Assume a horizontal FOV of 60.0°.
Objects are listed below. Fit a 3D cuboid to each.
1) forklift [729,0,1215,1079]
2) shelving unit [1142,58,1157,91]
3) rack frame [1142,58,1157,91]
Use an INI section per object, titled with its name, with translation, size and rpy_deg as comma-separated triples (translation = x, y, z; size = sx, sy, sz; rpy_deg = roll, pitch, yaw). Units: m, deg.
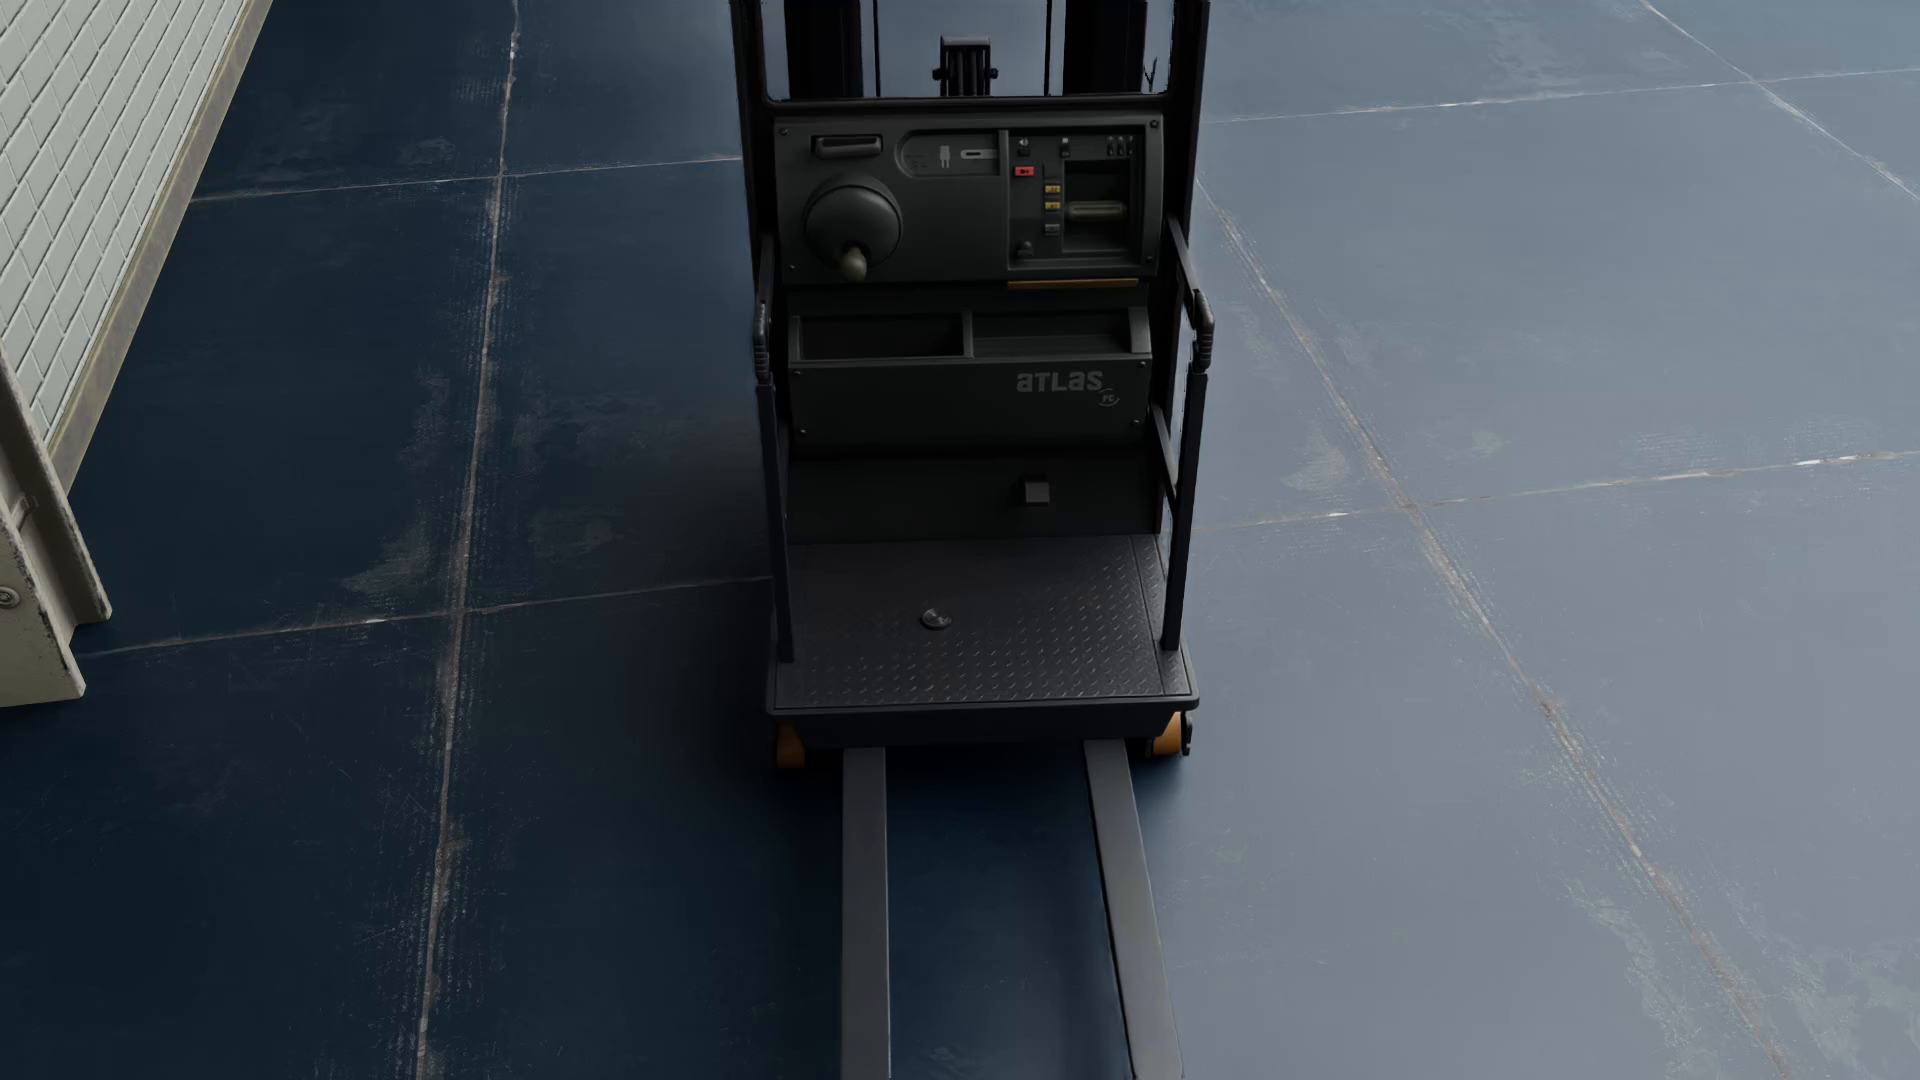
[forklift]
translation = 0.037, -0.751, 3.828
size = 1.130, 2.935, 3.031
rpy_deg = -2, 38, -2
[shelving unit]
translation = 0.456, -1.113, 5.693
size = 0.189, 1.200, 0.258
rpy_deg = 0, 37, -9
[rack frame]
translation = 0.546, -1.113, 5.708
size = 0.006, 1.200, 0.240
rpy_deg = 0, 37, -9
